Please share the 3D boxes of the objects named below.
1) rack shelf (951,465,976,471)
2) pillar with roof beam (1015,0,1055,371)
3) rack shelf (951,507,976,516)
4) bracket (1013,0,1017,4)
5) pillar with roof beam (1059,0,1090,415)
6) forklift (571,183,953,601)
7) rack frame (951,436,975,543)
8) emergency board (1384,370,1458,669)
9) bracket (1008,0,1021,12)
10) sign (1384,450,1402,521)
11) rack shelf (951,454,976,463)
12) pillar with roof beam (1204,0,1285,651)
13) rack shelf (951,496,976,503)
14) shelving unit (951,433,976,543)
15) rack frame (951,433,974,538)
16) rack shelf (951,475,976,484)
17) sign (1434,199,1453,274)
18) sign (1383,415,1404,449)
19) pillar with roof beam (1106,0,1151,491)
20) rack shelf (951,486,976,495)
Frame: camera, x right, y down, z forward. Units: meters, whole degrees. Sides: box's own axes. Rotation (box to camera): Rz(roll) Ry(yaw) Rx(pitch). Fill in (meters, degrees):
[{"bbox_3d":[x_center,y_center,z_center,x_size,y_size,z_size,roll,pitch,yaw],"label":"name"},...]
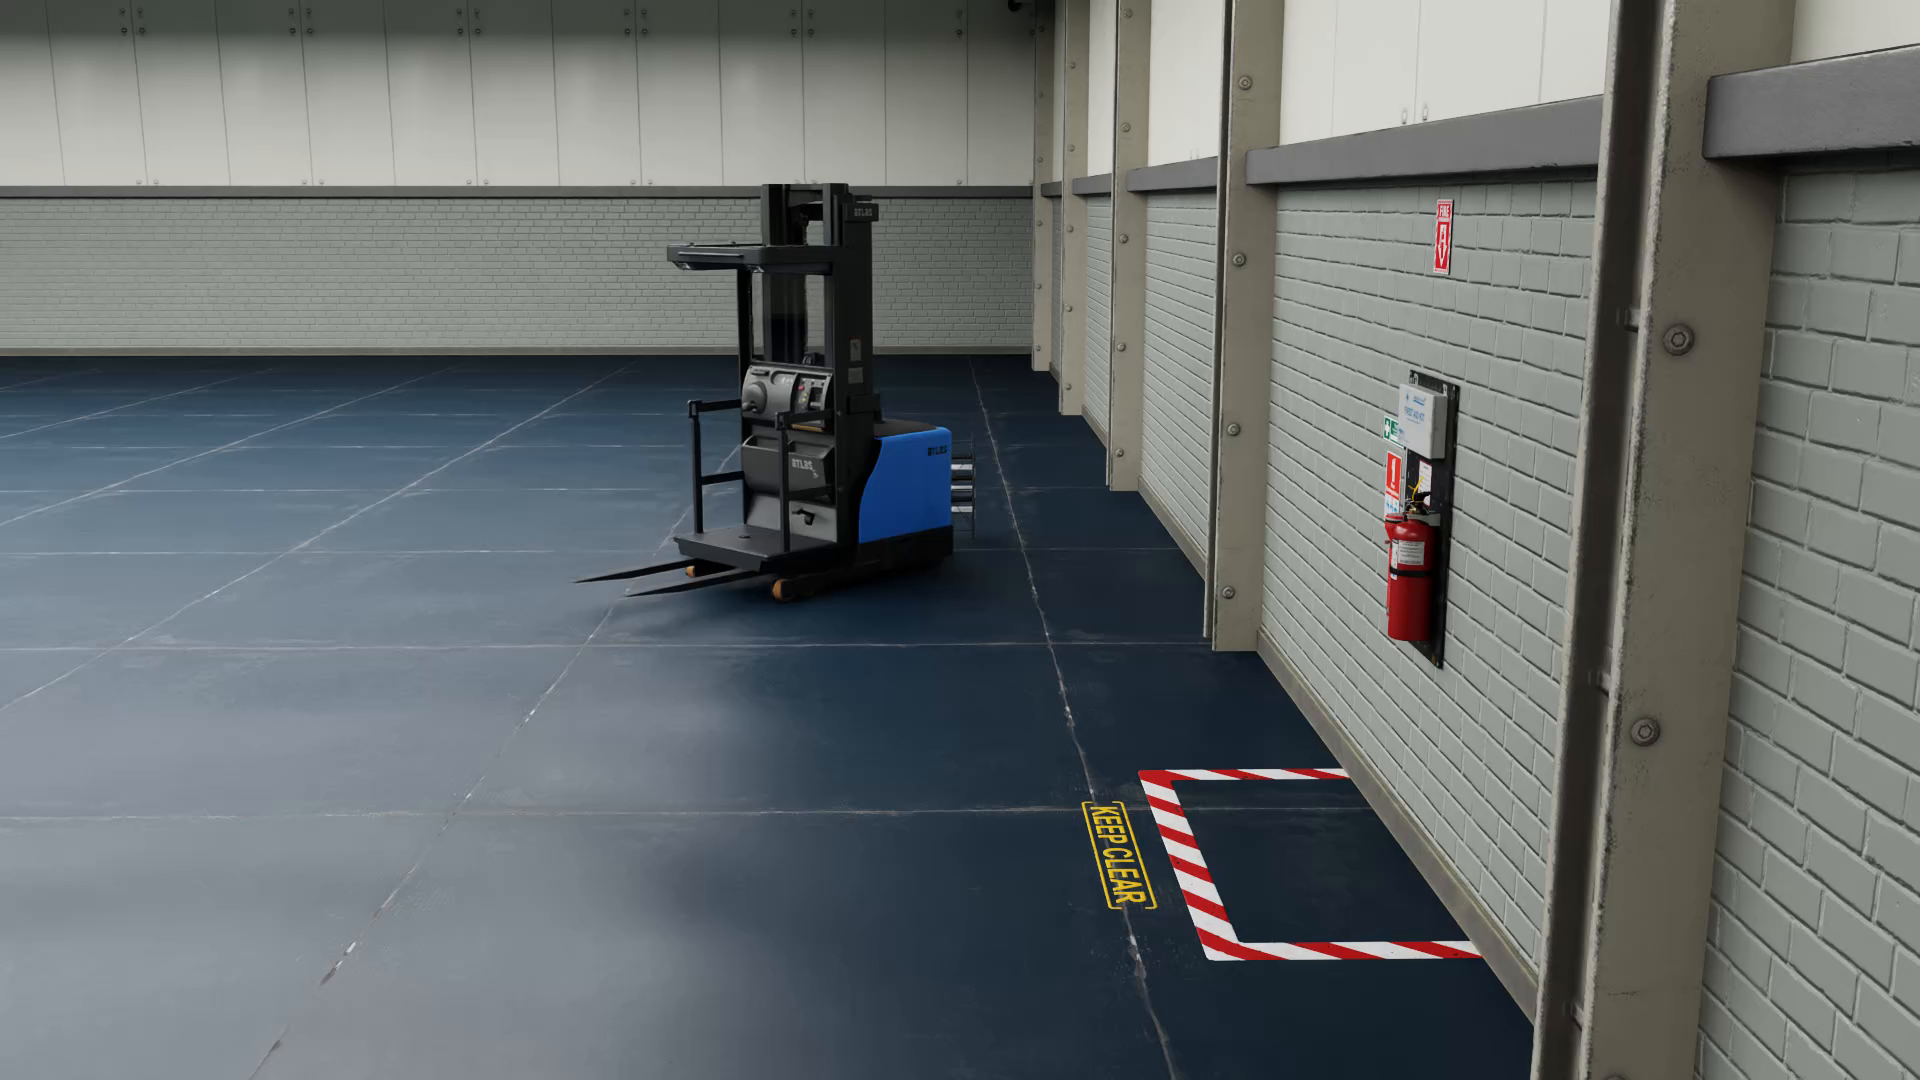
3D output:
[{"bbox_3d":[0.000,-0.583,13.933,0.258,0.077,0.200,0,11,-1],"label":"rack shelf"},{"bbox_3d":[-2.912,-7.304,27.430,9.100,9.000,0.548,0,11,-1],"label":"pillar with roof beam"},{"bbox_3d":[0.000,-0.230,14.004,0.258,0.077,0.200,0,11,-1],"label":"rack shelf"},{"bbox_3d":[0.992,-9.521,29.302,0.076,0.066,3.189,0,11,-1],"label":"bracket"},{"bbox_3d":[-2.788,-6.112,21.551,9.100,9.000,0.400,0,11,-1],"label":"pillar with roof beam"},{"bbox_3d":[-1.426,-1.111,12.161,1.130,2.935,3.031,11,16,42],"label":"forklift"},{"bbox_3d":[0.002,-0.419,13.862,0.240,0.900,0.006,0,11,-1],"label":"rack frame"},{"bbox_3d":[1.875,-0.102,7.020,0.194,1.169,0.643,0,11,-1],"label":"emergency board"},{"bbox_3d":[0.979,-9.638,29.881,0.235,0.232,0.430,0,11,-1],"label":"bracket"},{"bbox_3d":[1.967,-0.230,7.560,0.001,0.329,0.234,0,11,-1],"label":"sign"},{"bbox_3d":[0.000,-0.671,13.915,0.258,0.077,0.200,0,11,-1],"label":"rack shelf"},{"bbox_3d":[-2.540,-3.726,9.793,9.100,9.000,0.400,0,11,-1],"label":"pillar with roof beam"},{"bbox_3d":[0.000,-0.319,13.986,0.258,0.077,0.200,0,11,-1],"label":"rack shelf"},{"bbox_3d":[0.000,-0.439,13.962,0.258,0.900,0.210,0,11,-1],"label":"shelving unit"},{"bbox_3d":[-0.002,-0.460,14.061,0.240,0.900,0.006,0,11,-1],"label":"rack frame"},{"bbox_3d":[0.000,-0.495,13.950,0.258,0.077,0.200,0,11,-1],"label":"rack shelf"},{"bbox_3d":[1.974,-1.241,6.799,0.001,0.298,0.199,0,11,-1],"label":"sign"},{"bbox_3d":[1.958,-0.489,7.503,0.001,0.109,0.331,0,11,-1],"label":"sign"},{"bbox_3d":[-2.664,-4.919,15.672,9.100,9.000,0.400,0,11,-1],"label":"pillar with roof beam"},{"bbox_3d":[0.000,-0.407,13.968,0.258,0.077,0.200,0,11,-1],"label":"rack shelf"}]
